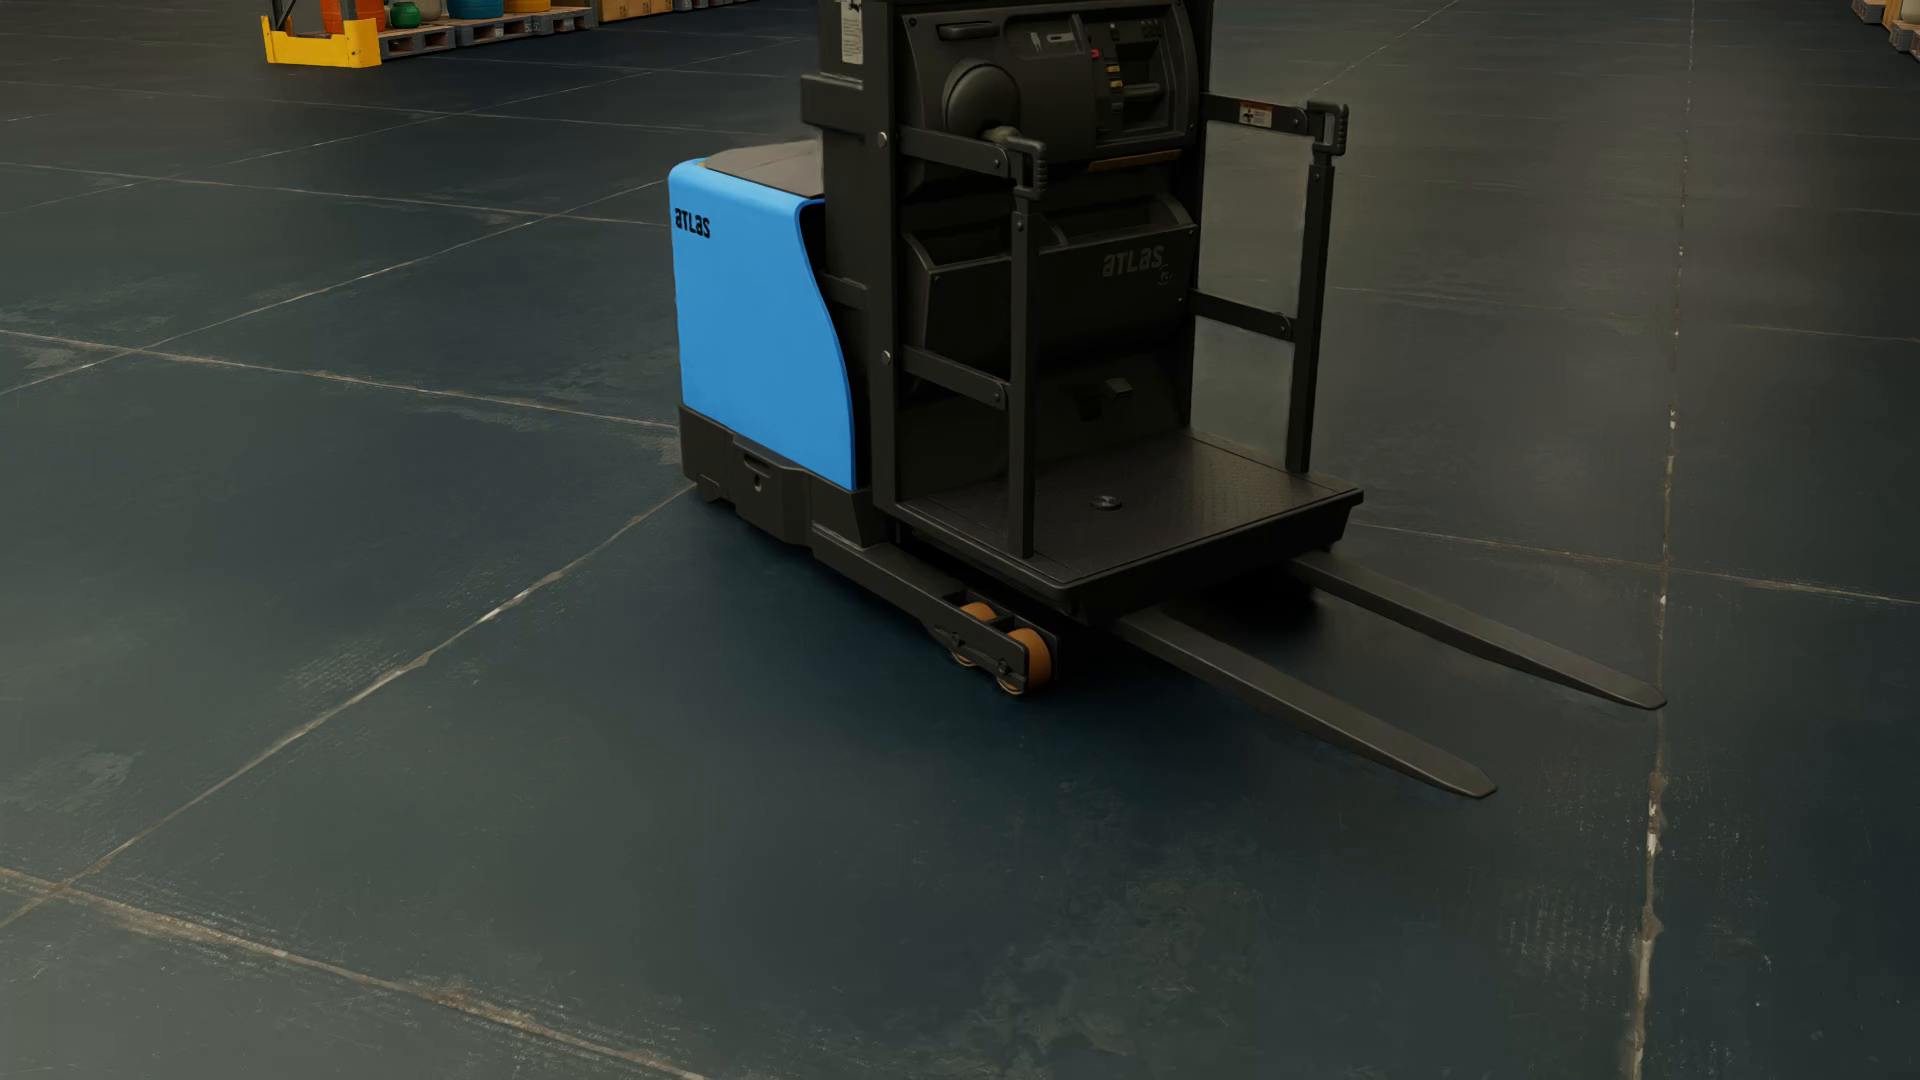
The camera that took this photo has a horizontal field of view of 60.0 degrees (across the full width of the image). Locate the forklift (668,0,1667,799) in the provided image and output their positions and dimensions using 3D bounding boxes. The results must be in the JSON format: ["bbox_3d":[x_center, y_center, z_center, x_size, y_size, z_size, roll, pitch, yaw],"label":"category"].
[{"bbox_3d":[0.381,-1.179,4.113,1.130,2.935,3.031,-16,28,-34],"label":"forklift"}]
